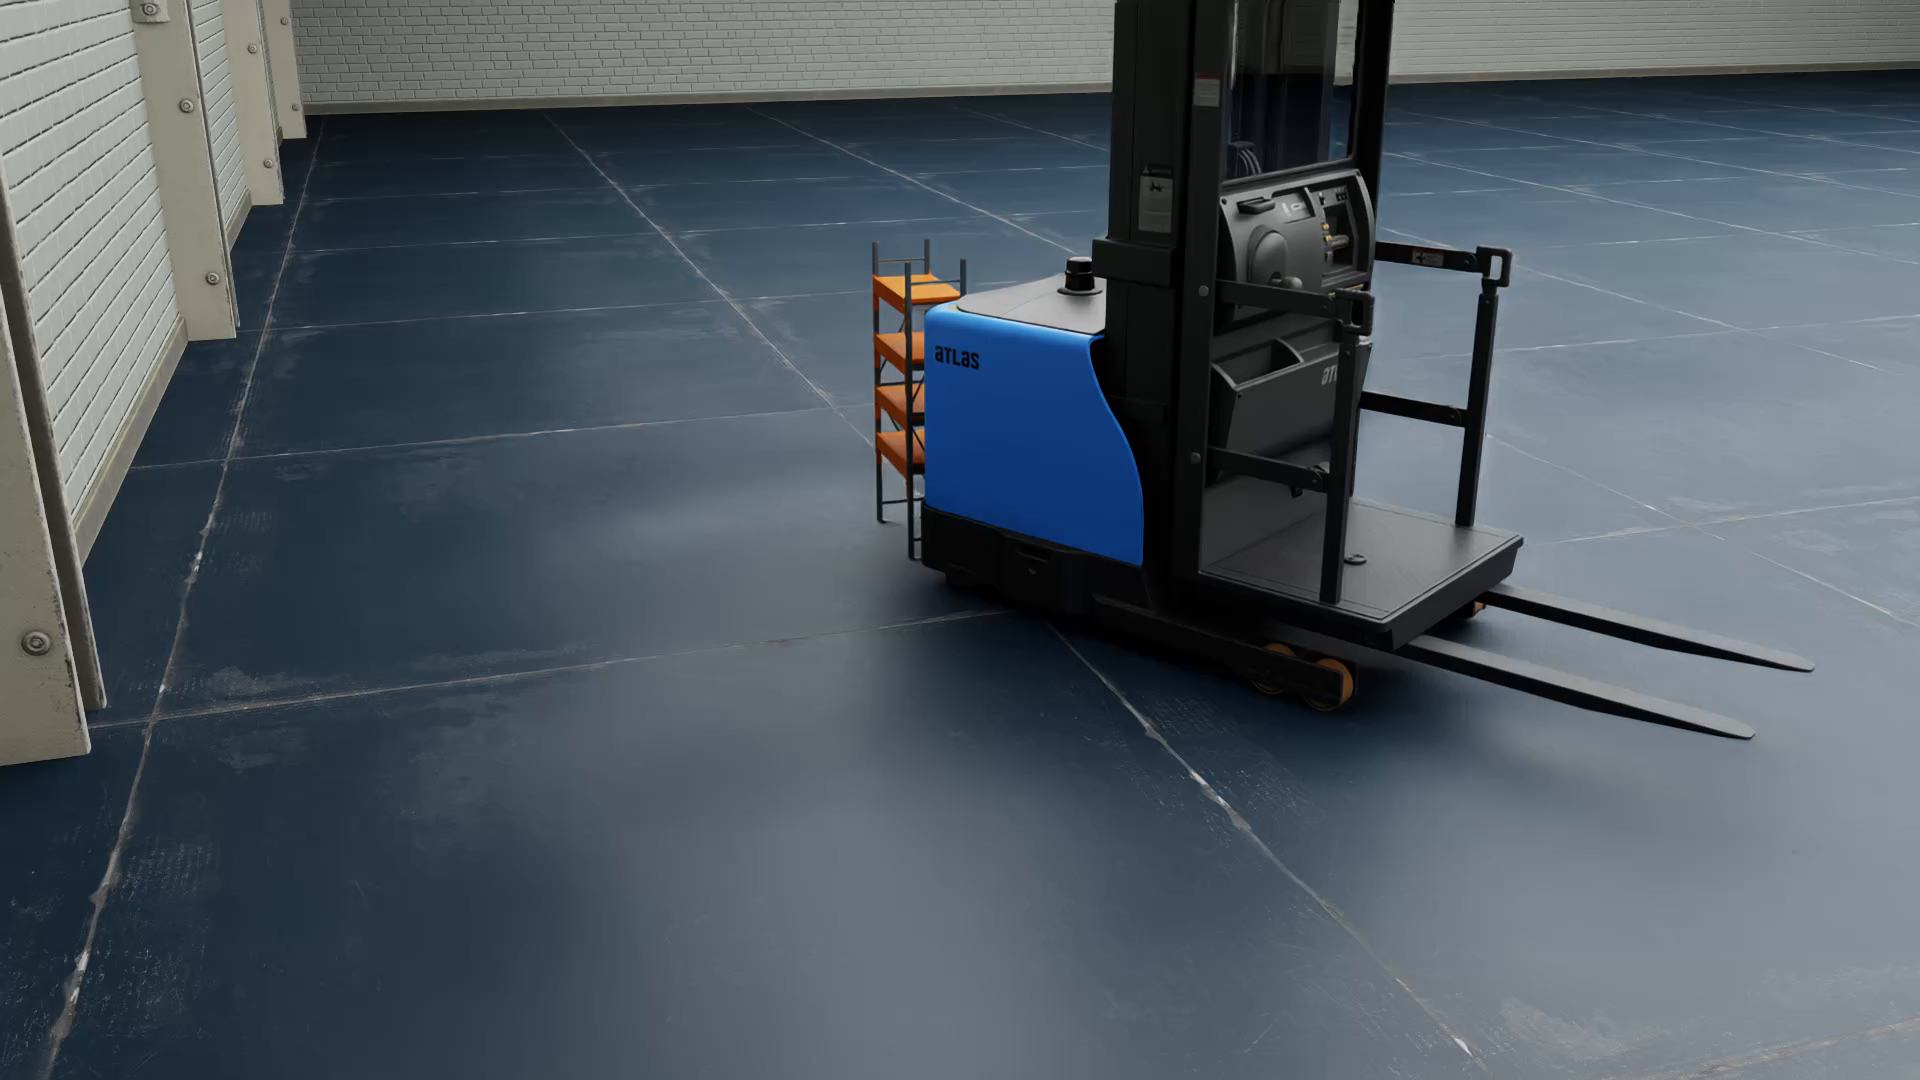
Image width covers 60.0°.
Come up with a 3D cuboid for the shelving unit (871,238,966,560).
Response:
[{"bbox_3d":[-0.166,-0.576,6.745,0.258,1.200,0.503,-6,21,-16],"label":"shelving unit"}]

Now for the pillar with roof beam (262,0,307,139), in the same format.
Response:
[{"bbox_3d":[-4.448,-9.860,21.057,9.100,9.000,0.400,-6,21,-17],"label":"pillar with roof beam"}]

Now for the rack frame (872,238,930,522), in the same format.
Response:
[{"bbox_3d":[-0.239,-0.654,6.964,0.240,1.200,0.015,-6,21,-16],"label":"rack frame"}]

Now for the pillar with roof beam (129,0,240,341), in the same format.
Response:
[{"bbox_3d":[-0.676,-6.010,10.336,9.100,9.000,0.400,-6,21,-17],"label":"pillar with roof beam"}]

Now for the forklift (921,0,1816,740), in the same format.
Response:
[{"bbox_3d":[1.298,-1.027,5.440,3.031,2.935,1.130,16,25,38],"label":"forklift"}]

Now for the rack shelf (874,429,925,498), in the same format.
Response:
[{"bbox_3d":[-0.166,-0.326,6.835,0.258,0.148,0.480,-6,21,-16],"label":"rack shelf"}]

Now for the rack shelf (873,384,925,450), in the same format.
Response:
[{"bbox_3d":[-0.166,-0.513,6.768,0.258,0.148,0.480,-6,21,-16],"label":"rack shelf"}]

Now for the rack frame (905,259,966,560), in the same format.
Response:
[{"bbox_3d":[-0.092,-0.497,6.526,0.240,1.200,0.015,-6,21,-16],"label":"rack frame"}]

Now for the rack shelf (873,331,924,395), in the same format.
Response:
[{"bbox_3d":[-0.166,-0.723,6.692,0.258,0.148,0.480,-6,21,-16],"label":"rack shelf"}]

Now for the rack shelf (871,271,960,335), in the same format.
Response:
[{"bbox_3d":[-0.166,-0.946,6.612,0.258,0.148,0.480,-6,21,-16],"label":"rack shelf"}]

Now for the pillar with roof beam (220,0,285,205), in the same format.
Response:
[{"bbox_3d":[-2.562,-7.935,15.696,9.100,9.000,0.400,-6,21,-17],"label":"pillar with roof beam"}]
